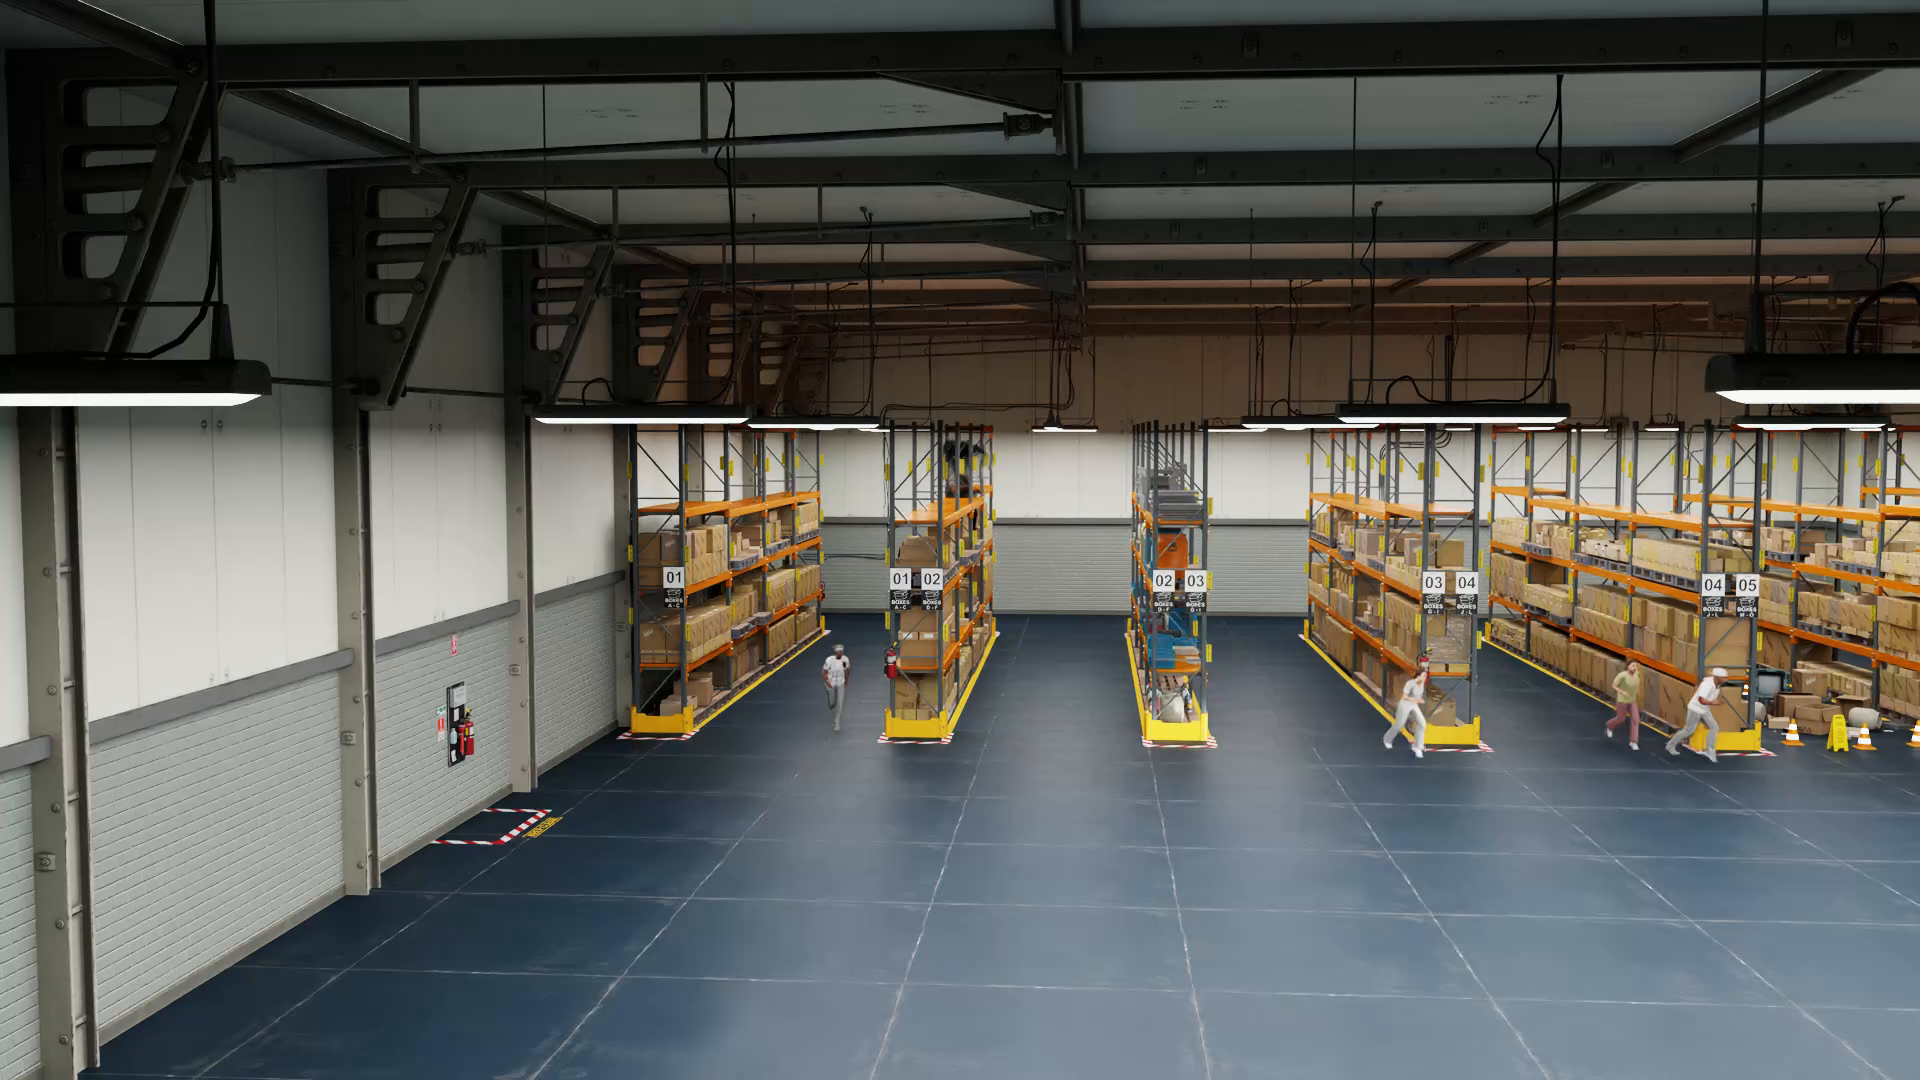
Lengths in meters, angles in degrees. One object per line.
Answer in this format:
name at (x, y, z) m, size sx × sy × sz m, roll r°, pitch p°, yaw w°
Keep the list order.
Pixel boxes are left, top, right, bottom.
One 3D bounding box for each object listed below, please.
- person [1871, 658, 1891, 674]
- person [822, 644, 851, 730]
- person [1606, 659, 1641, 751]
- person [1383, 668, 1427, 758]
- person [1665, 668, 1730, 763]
person at (21.007, 2.445, 37.787) m, size 0.724 × 1.794 × 0.953 m, roll 0°, pitch 4°, yaw 8°
person at (-2.426, 2.855, 32.662) m, size 0.574 × 1.683 × 0.937 m, roll -1°, pitch 4°, yaw -9°
person at (12.235, 2.972, 30.561) m, size 0.610 × 1.634 × 1.044 m, roll -1°, pitch 4°, yaw -12°
person at (7.994, 3.063, 29.838) m, size 0.604 × 1.637 × 0.952 m, roll -3°, pitch 4°, yaw -36°
person at (12.969, 3.064, 29.243) m, size 1.034 × 1.715 × 0.745 m, roll 3°, pitch 5°, yaw 39°
